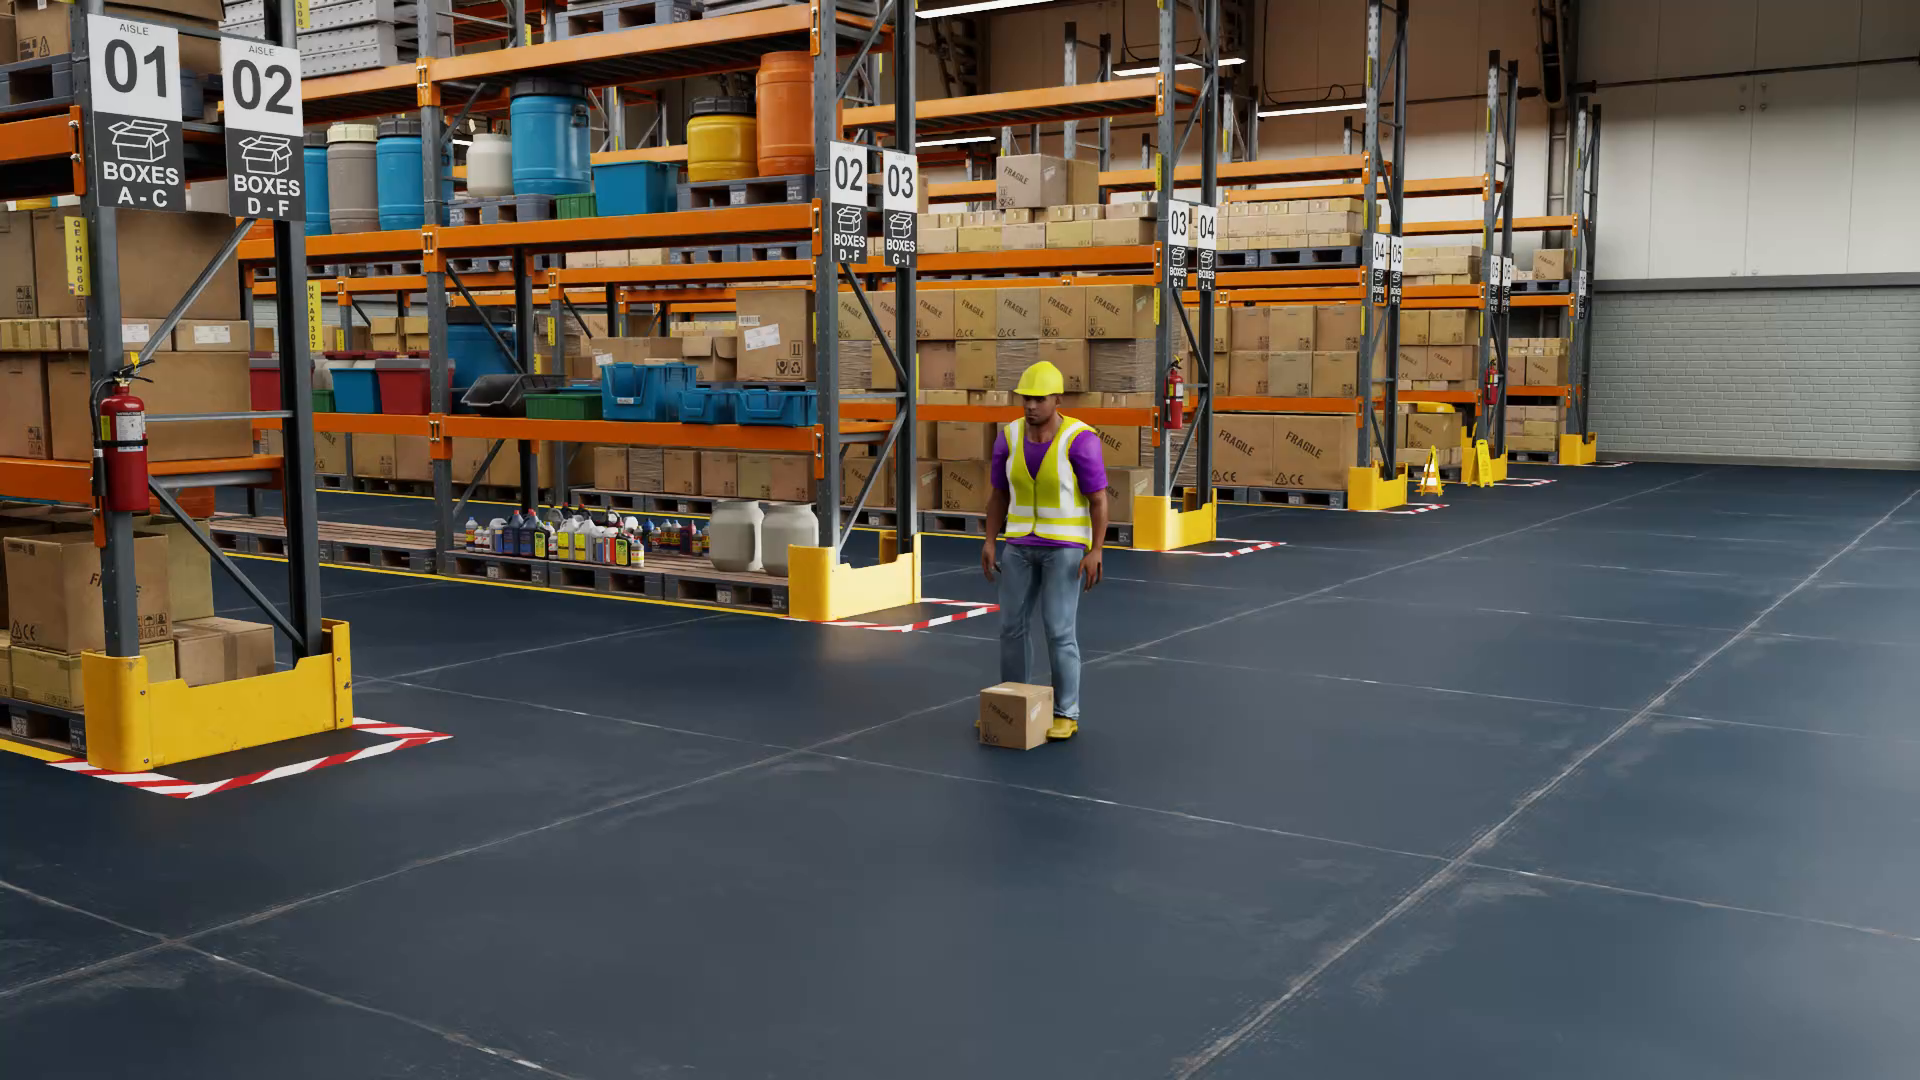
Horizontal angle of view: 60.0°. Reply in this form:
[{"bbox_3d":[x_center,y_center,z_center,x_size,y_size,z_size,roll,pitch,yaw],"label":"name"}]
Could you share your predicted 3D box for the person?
[{"bbox_3d":[0.383,0.043,7.813,0.628,1.759,0.462,4,7,30],"label":"person"}]
